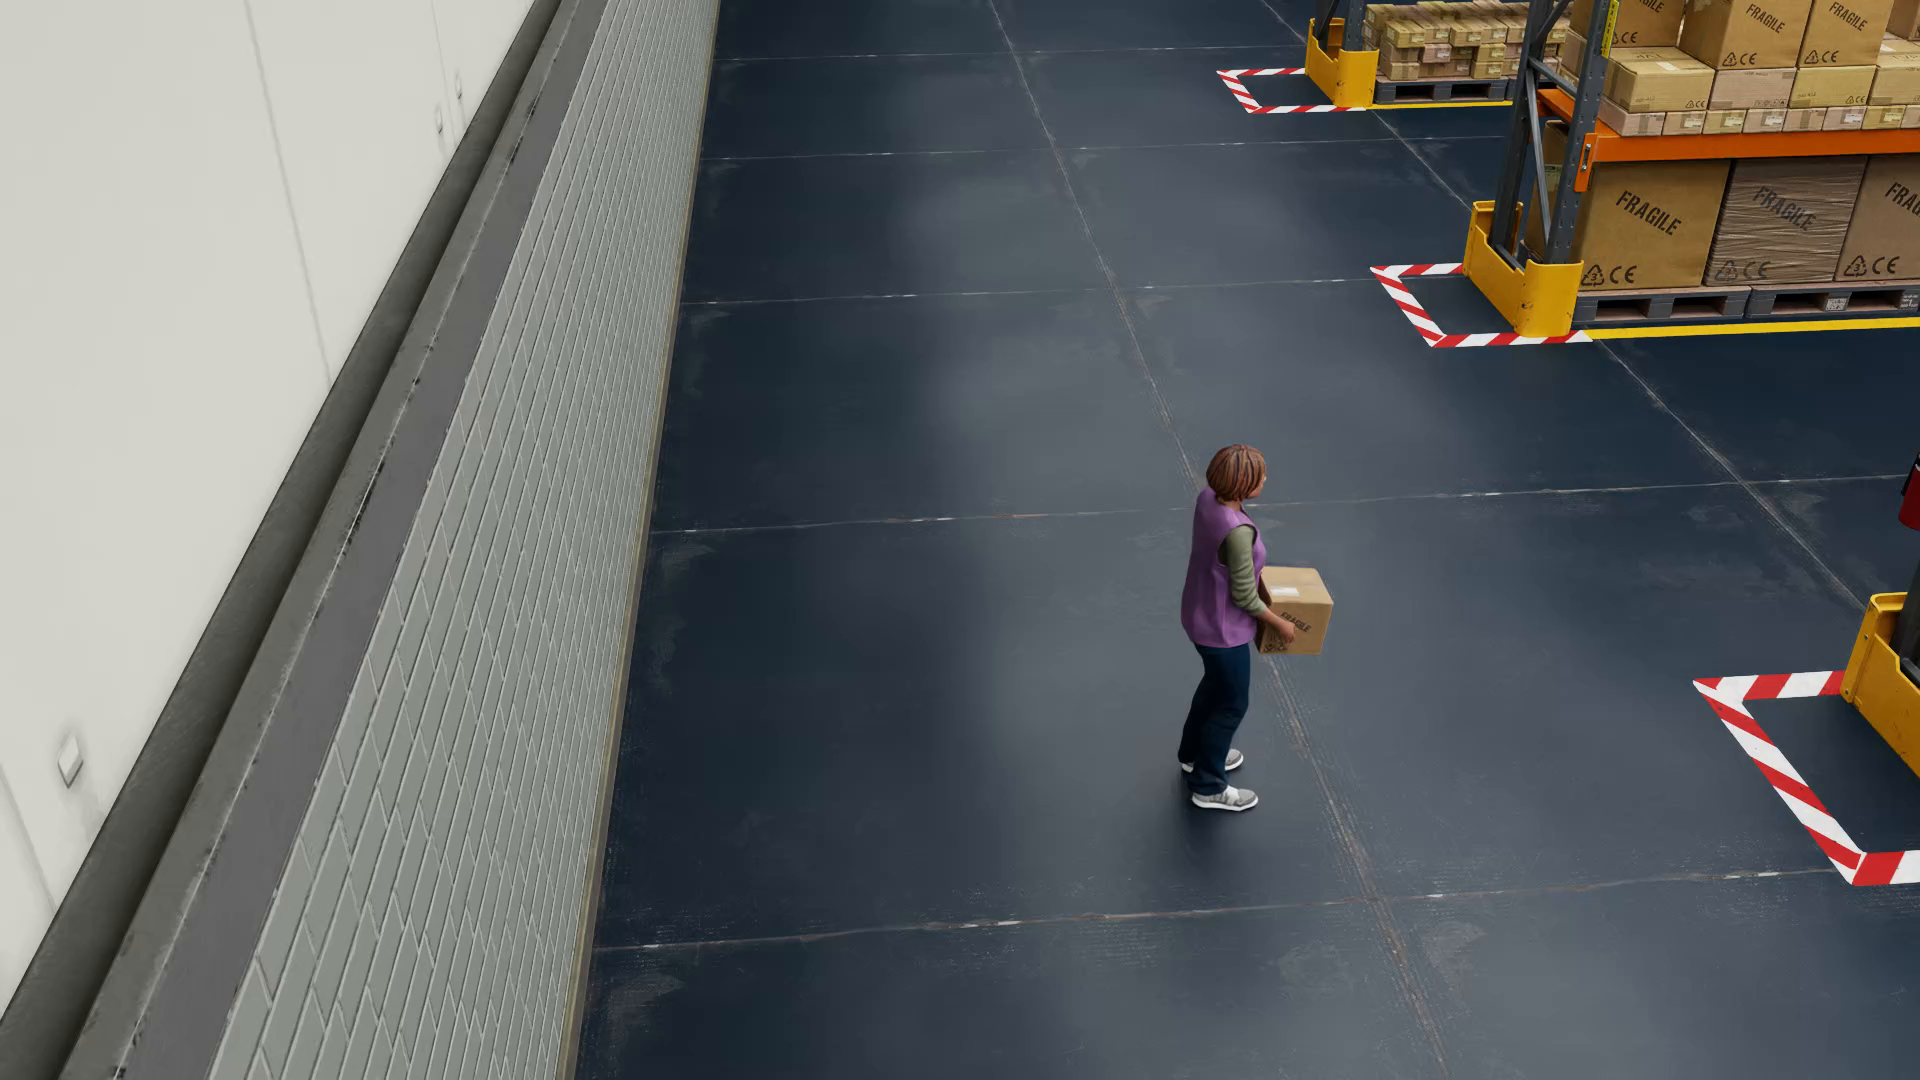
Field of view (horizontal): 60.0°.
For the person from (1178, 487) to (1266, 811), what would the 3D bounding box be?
[{"bbox_3d":[2.945,2.129,2.145,3.135,3.194,10.230,-3,32,-5],"label":"person"}]
